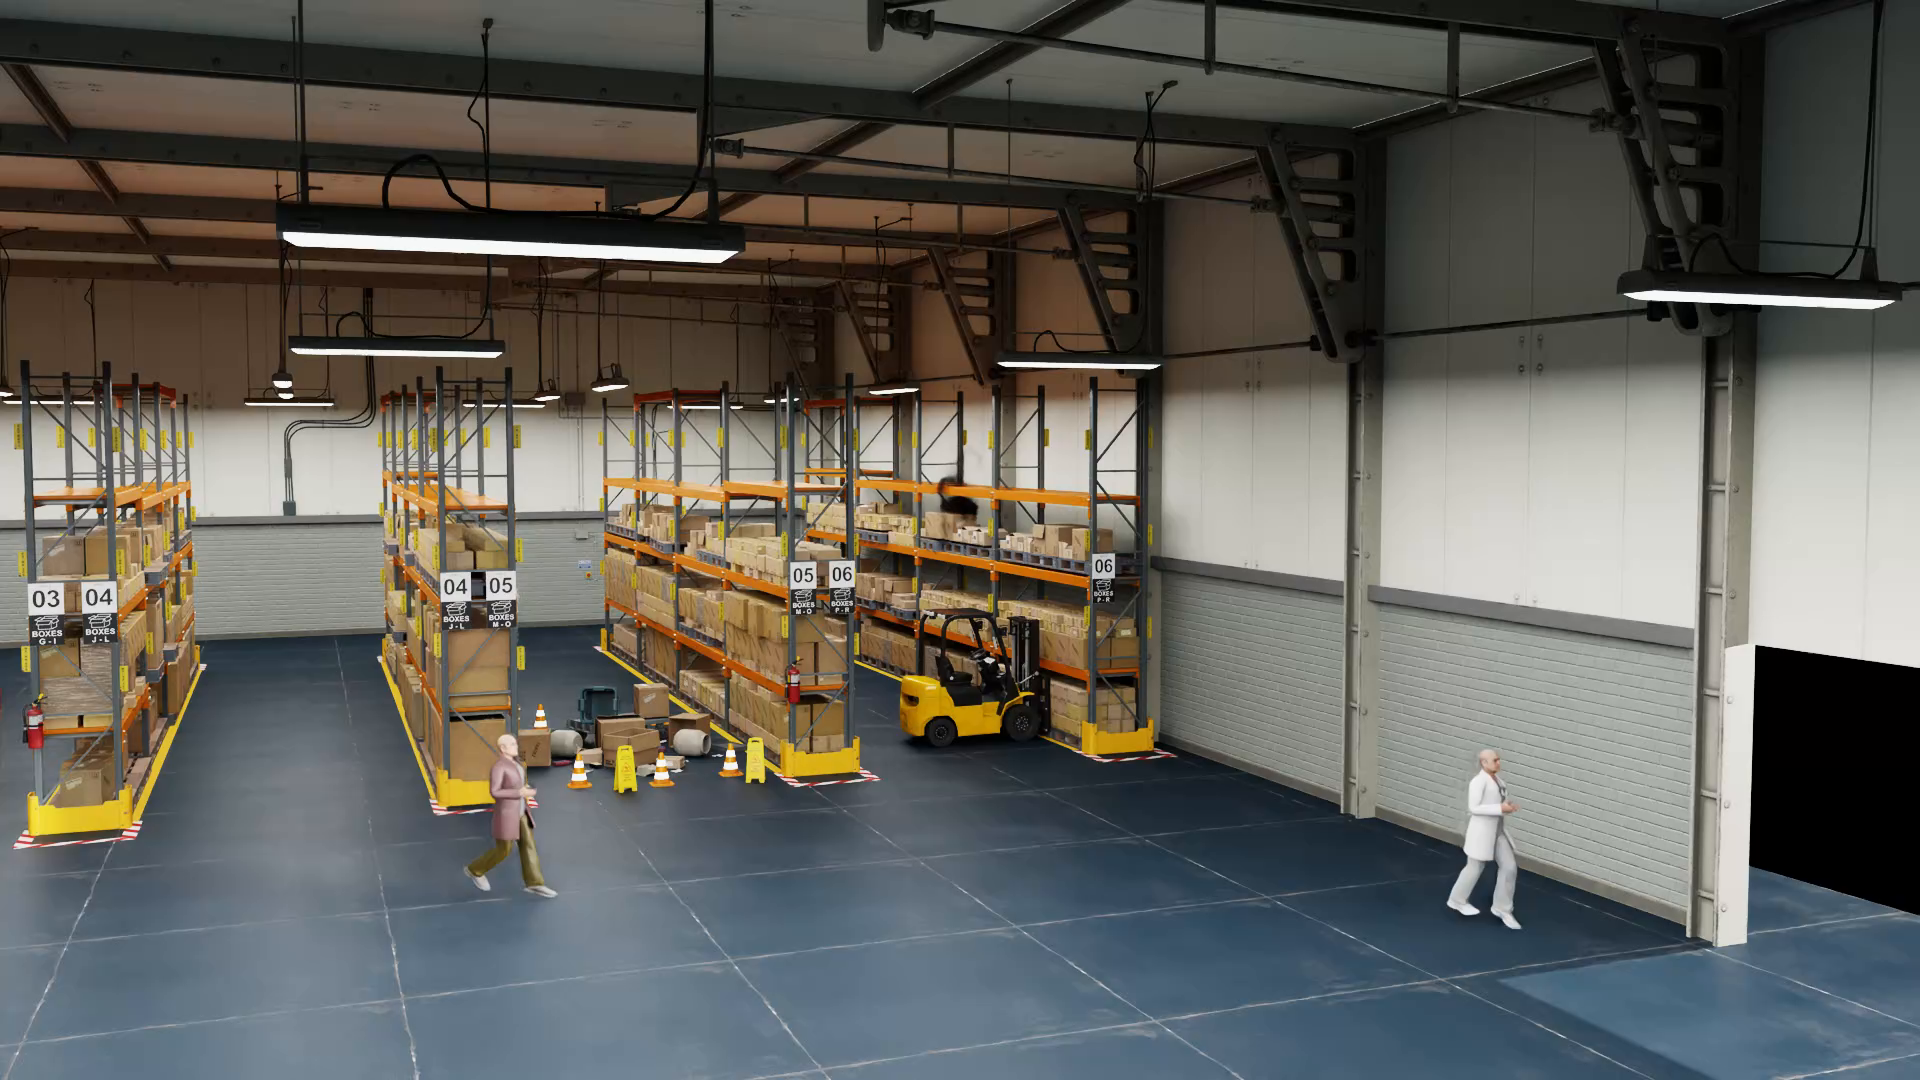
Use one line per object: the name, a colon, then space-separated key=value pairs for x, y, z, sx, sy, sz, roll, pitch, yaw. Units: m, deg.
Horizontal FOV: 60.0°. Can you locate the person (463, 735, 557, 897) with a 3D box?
person: x=-4.912 y=3.009 z=18.108 sx=1.049 sy=1.769 sz=0.710 roll=1 pitch=4 yaw=12

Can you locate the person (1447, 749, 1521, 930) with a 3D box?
person: x=5.448 y=3.074 z=17.212 sx=0.699 sy=1.837 sz=0.811 roll=-3 pitch=5 yaw=-41
